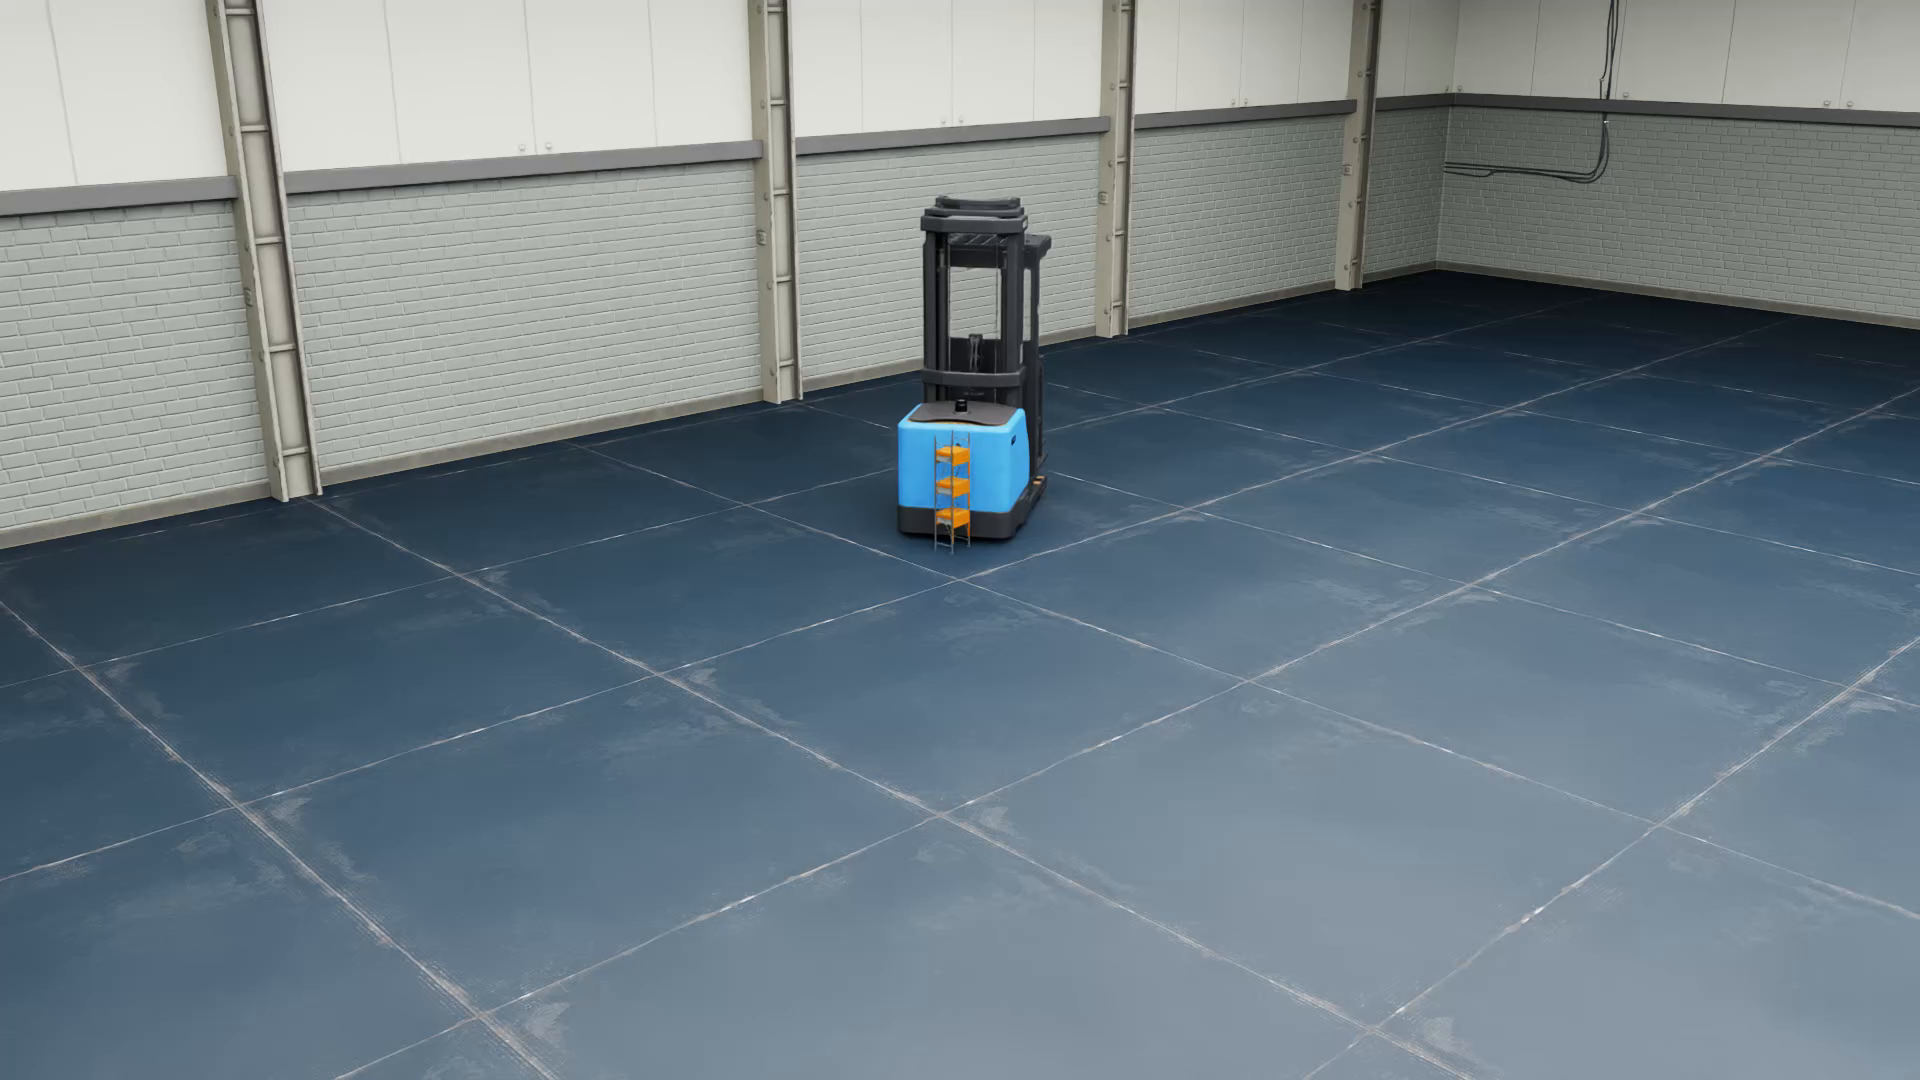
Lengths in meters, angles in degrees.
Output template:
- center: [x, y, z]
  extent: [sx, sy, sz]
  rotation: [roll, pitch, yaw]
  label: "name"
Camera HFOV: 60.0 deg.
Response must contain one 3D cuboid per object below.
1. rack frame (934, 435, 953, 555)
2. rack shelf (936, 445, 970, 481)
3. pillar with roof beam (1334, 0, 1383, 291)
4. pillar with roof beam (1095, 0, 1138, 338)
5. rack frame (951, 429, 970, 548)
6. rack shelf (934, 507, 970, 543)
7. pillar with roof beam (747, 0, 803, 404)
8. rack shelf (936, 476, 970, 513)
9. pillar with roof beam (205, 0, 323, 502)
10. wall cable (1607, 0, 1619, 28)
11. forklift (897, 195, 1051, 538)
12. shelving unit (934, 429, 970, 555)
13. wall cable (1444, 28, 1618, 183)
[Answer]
- center: [-0.142, -0.390, 14.485]
  extent: [0.200, 1.050, 0.008]
  rotation: [13, 22, 35]
  label: "rack frame"
- center: [-0.069, -0.680, 14.494]
  extent: [0.215, 0.259, 0.240]
  rotation: [13, 22, 35]
  label: "rack shelf"
- center: [9.514, -7.574, 23.754]
  extent: [0.400, 9.000, 9.100]
  rotation: [-16, 24, -41]
  label: "pillar with roof beam"
- center: [5.155, -6.303, 19.833]
  extent: [0.400, 9.000, 9.100]
  rotation: [-16, 24, -41]
  label: "pillar with roof beam"
- center: [0.004, -0.450, 14.671]
  extent: [0.200, 1.050, 0.008]
  rotation: [13, 22, 35]
  label: "rack frame"
- center: [-0.069, -0.146, 14.667]
  extent: [0.215, 0.259, 0.240]
  rotation: [13, 22, 35]
  label: "rack shelf"
- center: [0.795, -5.031, 15.912]
  extent: [0.400, 9.000, 9.100]
  rotation: [-16, 24, -41]
  label: "pillar with roof beam"
- center: [-0.069, -0.410, 14.581]
  extent: [0.215, 0.259, 0.240]
  rotation: [13, 22, 35]
  label: "rack shelf"
- center: [-3.565, -3.760, 11.990]
  extent: [0.400, 9.000, 9.100]
  rotation: [-16, 24, -41]
  label: "pillar with roof beam"
- center: [11.464, -9.186, 25.571]
  extent: [0.112, 2.526, 3.097]
  rotation: [-16, 24, -41]
  label: "wall cable"
- center: [0.249, -1.824, 15.857]
  extent: [1.130, 2.935, 3.031]
  rotation: [4, 18, 12]
  label: "forklift"
- center: [-0.069, -0.420, 14.578]
  extent: [0.215, 1.050, 0.252]
  rotation: [13, 22, 35]
  label: "shelving unit"
- center: [9.606, -7.390, 28.220]
  extent: [0.112, 2.526, 3.097]
  rotation: [-16, 24, -41]
  label: "wall cable"
